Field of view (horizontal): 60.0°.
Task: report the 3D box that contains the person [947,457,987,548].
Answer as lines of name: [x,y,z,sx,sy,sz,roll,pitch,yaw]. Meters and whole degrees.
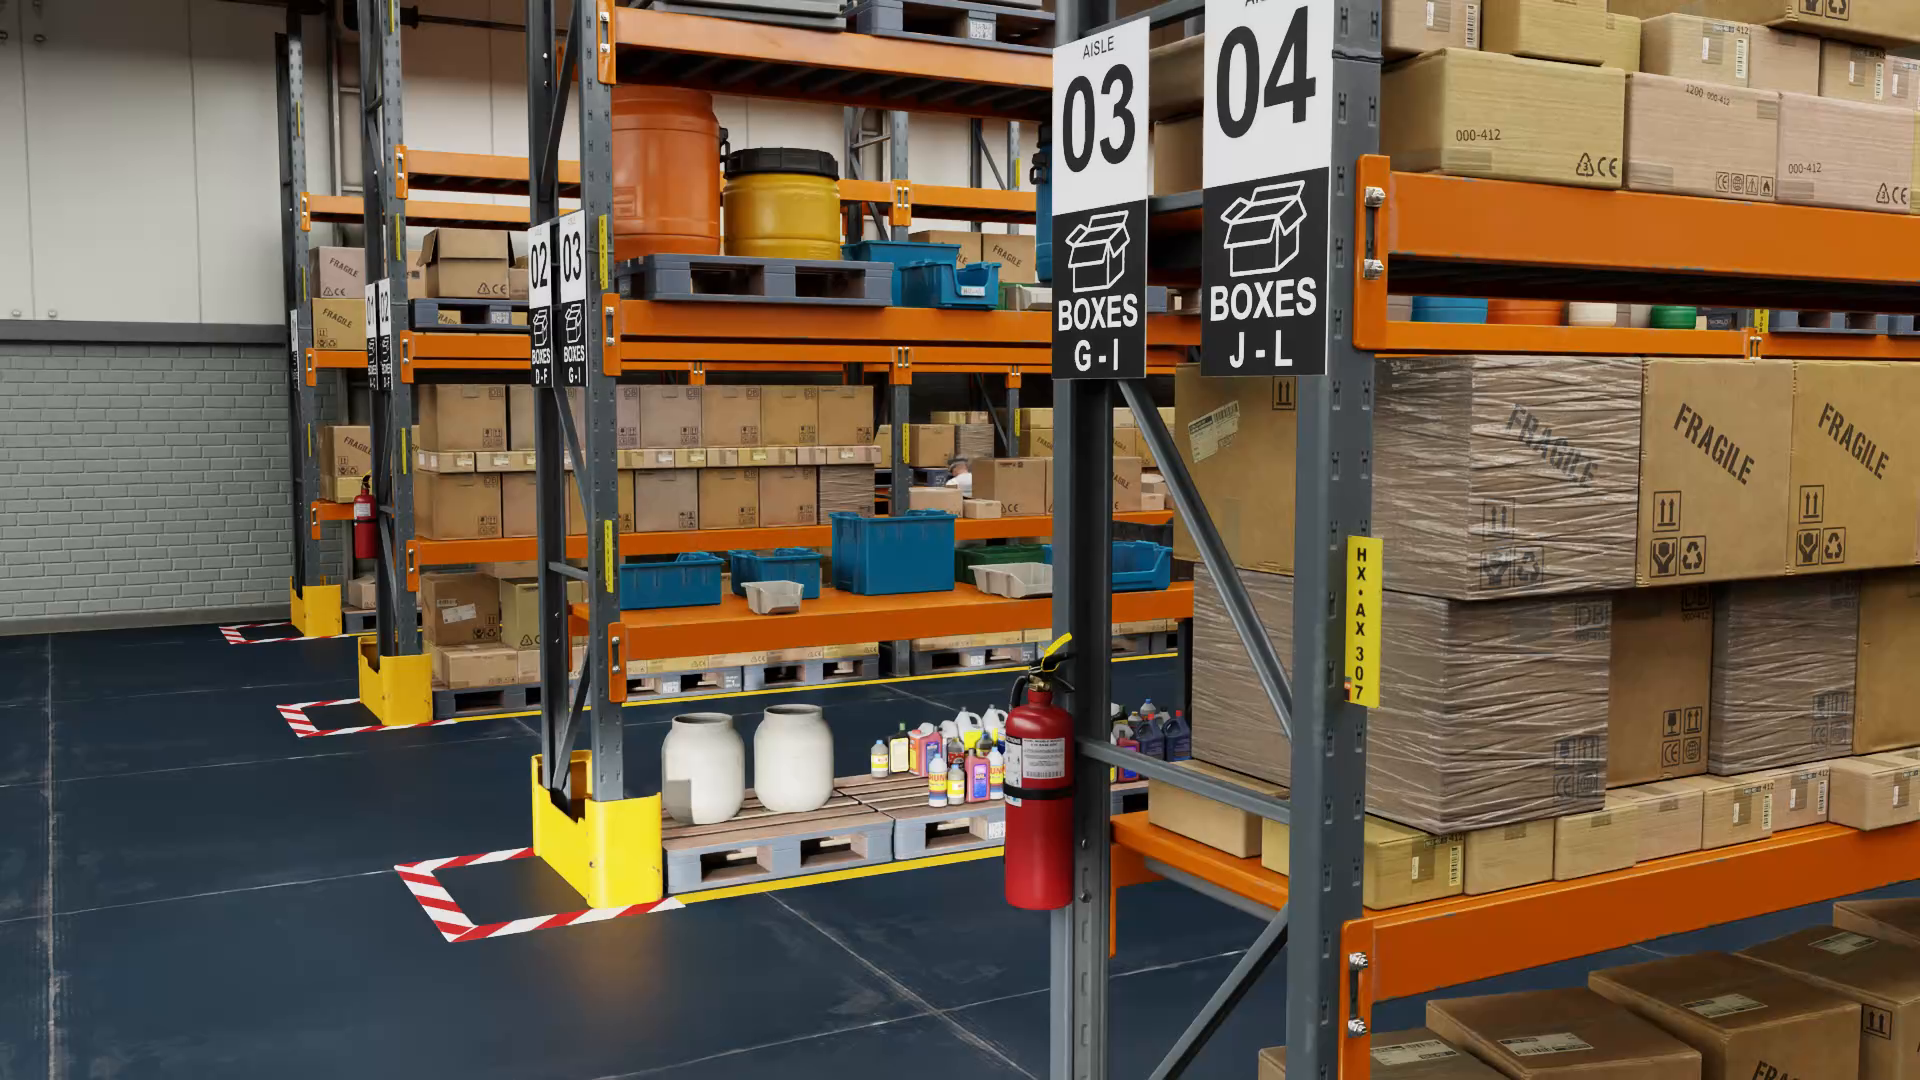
person: [0.043,-0.064,18.315,0.557,1.701,0.496,-3,6,-27]
